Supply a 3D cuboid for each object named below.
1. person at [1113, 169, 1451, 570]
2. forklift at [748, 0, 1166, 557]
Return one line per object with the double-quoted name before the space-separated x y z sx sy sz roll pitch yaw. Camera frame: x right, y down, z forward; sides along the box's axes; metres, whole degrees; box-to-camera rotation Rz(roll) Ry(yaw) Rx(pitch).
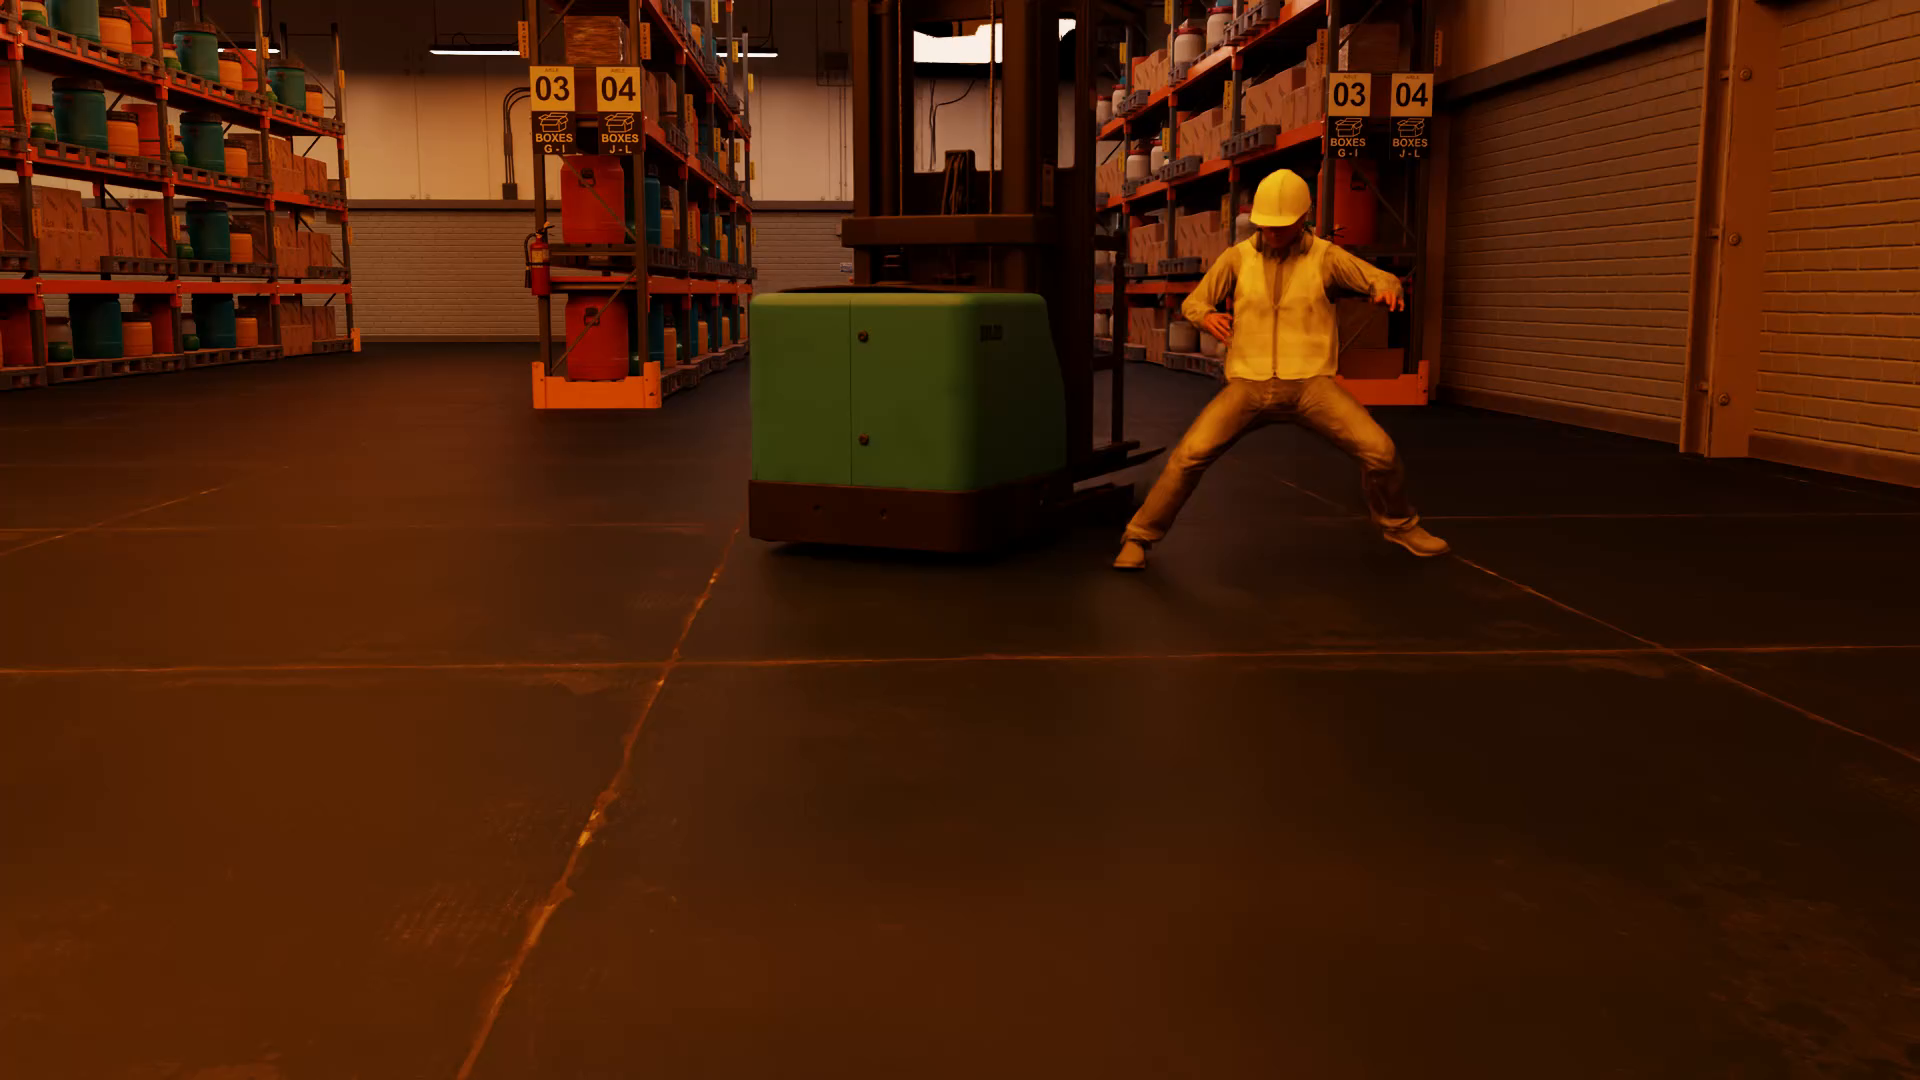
"person" 1.286 -0.664 6.504 1.271 1.552 0.727 3 9 17
"forklift" 0.199 -1.558 7.823 1.130 2.935 3.031 4 9 25
